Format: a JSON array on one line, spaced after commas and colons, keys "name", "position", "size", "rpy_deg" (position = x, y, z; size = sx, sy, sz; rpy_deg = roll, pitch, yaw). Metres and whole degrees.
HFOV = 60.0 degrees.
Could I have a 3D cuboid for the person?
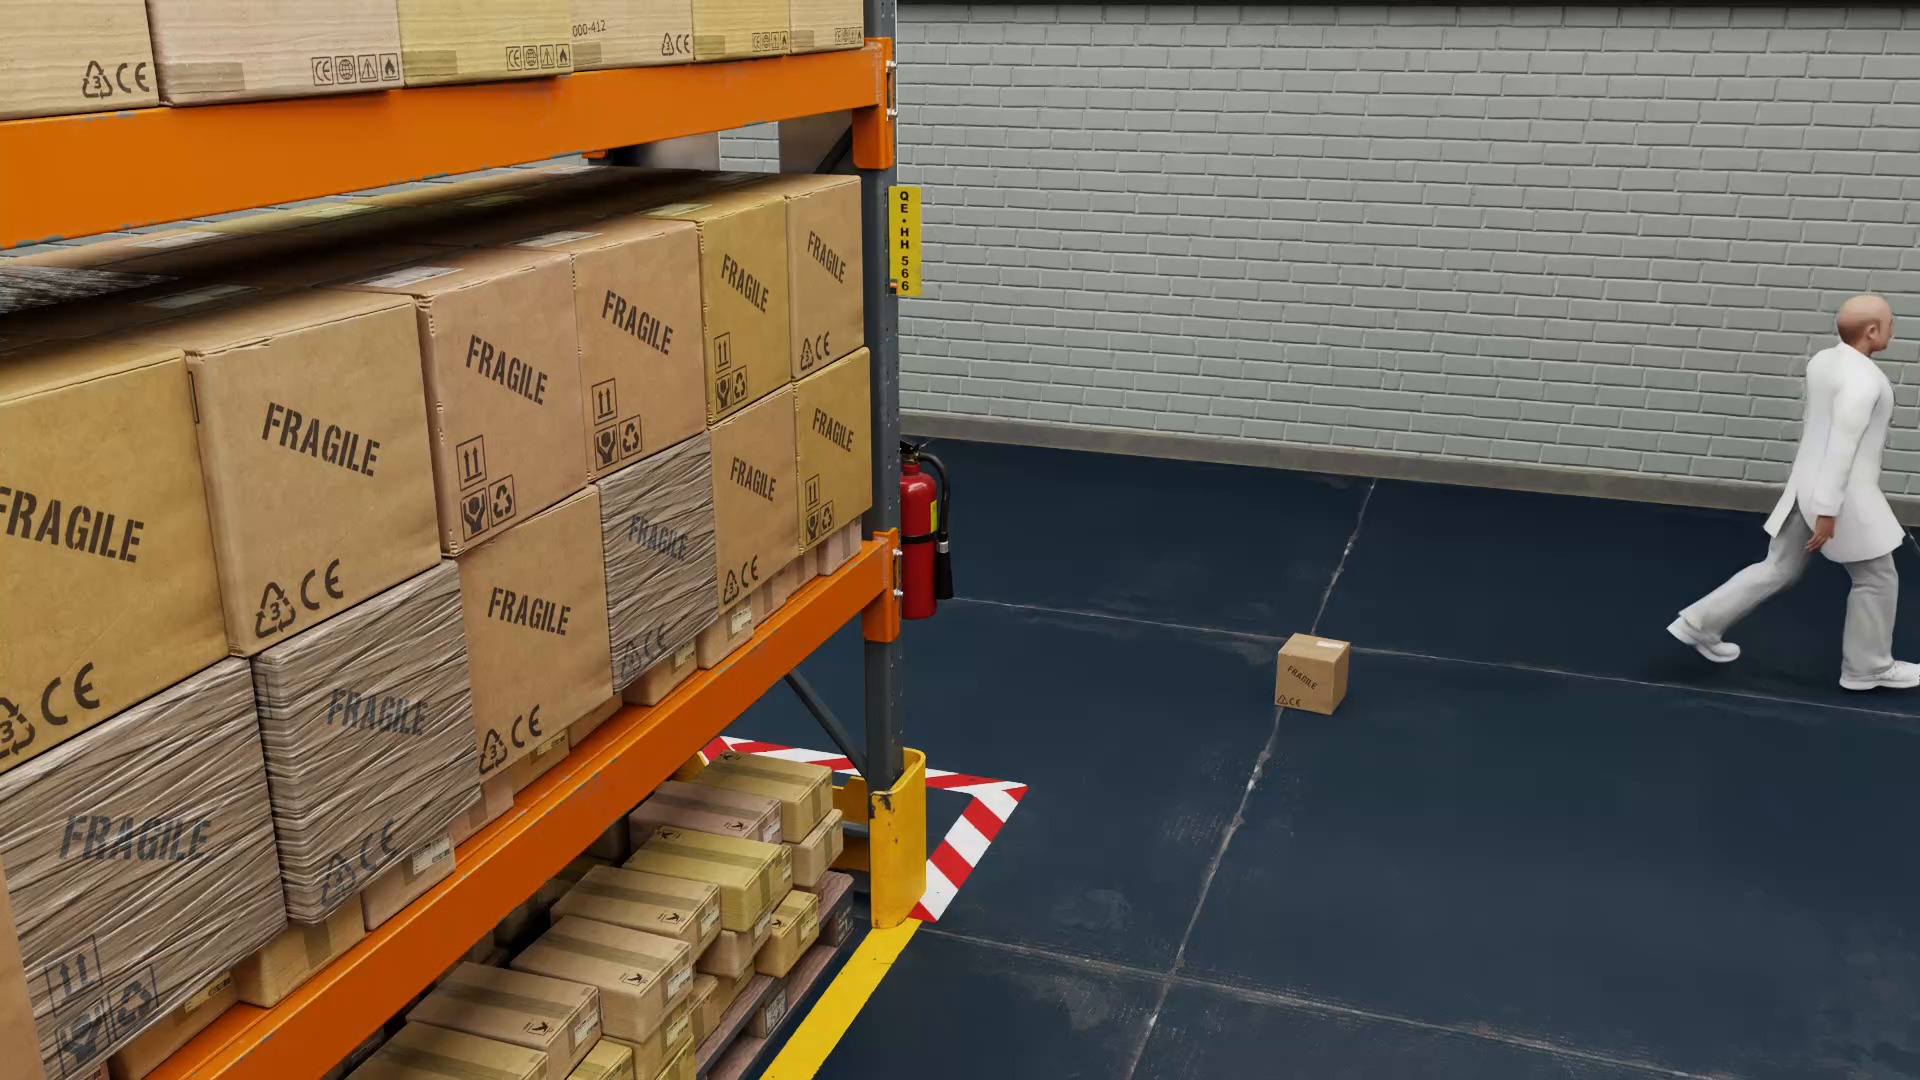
[{"name": "person", "position": [3.754, -0.204, 7.202], "size": [1.049, 1.734, 0.595], "rpy_deg": [1, 18, 2]}]
